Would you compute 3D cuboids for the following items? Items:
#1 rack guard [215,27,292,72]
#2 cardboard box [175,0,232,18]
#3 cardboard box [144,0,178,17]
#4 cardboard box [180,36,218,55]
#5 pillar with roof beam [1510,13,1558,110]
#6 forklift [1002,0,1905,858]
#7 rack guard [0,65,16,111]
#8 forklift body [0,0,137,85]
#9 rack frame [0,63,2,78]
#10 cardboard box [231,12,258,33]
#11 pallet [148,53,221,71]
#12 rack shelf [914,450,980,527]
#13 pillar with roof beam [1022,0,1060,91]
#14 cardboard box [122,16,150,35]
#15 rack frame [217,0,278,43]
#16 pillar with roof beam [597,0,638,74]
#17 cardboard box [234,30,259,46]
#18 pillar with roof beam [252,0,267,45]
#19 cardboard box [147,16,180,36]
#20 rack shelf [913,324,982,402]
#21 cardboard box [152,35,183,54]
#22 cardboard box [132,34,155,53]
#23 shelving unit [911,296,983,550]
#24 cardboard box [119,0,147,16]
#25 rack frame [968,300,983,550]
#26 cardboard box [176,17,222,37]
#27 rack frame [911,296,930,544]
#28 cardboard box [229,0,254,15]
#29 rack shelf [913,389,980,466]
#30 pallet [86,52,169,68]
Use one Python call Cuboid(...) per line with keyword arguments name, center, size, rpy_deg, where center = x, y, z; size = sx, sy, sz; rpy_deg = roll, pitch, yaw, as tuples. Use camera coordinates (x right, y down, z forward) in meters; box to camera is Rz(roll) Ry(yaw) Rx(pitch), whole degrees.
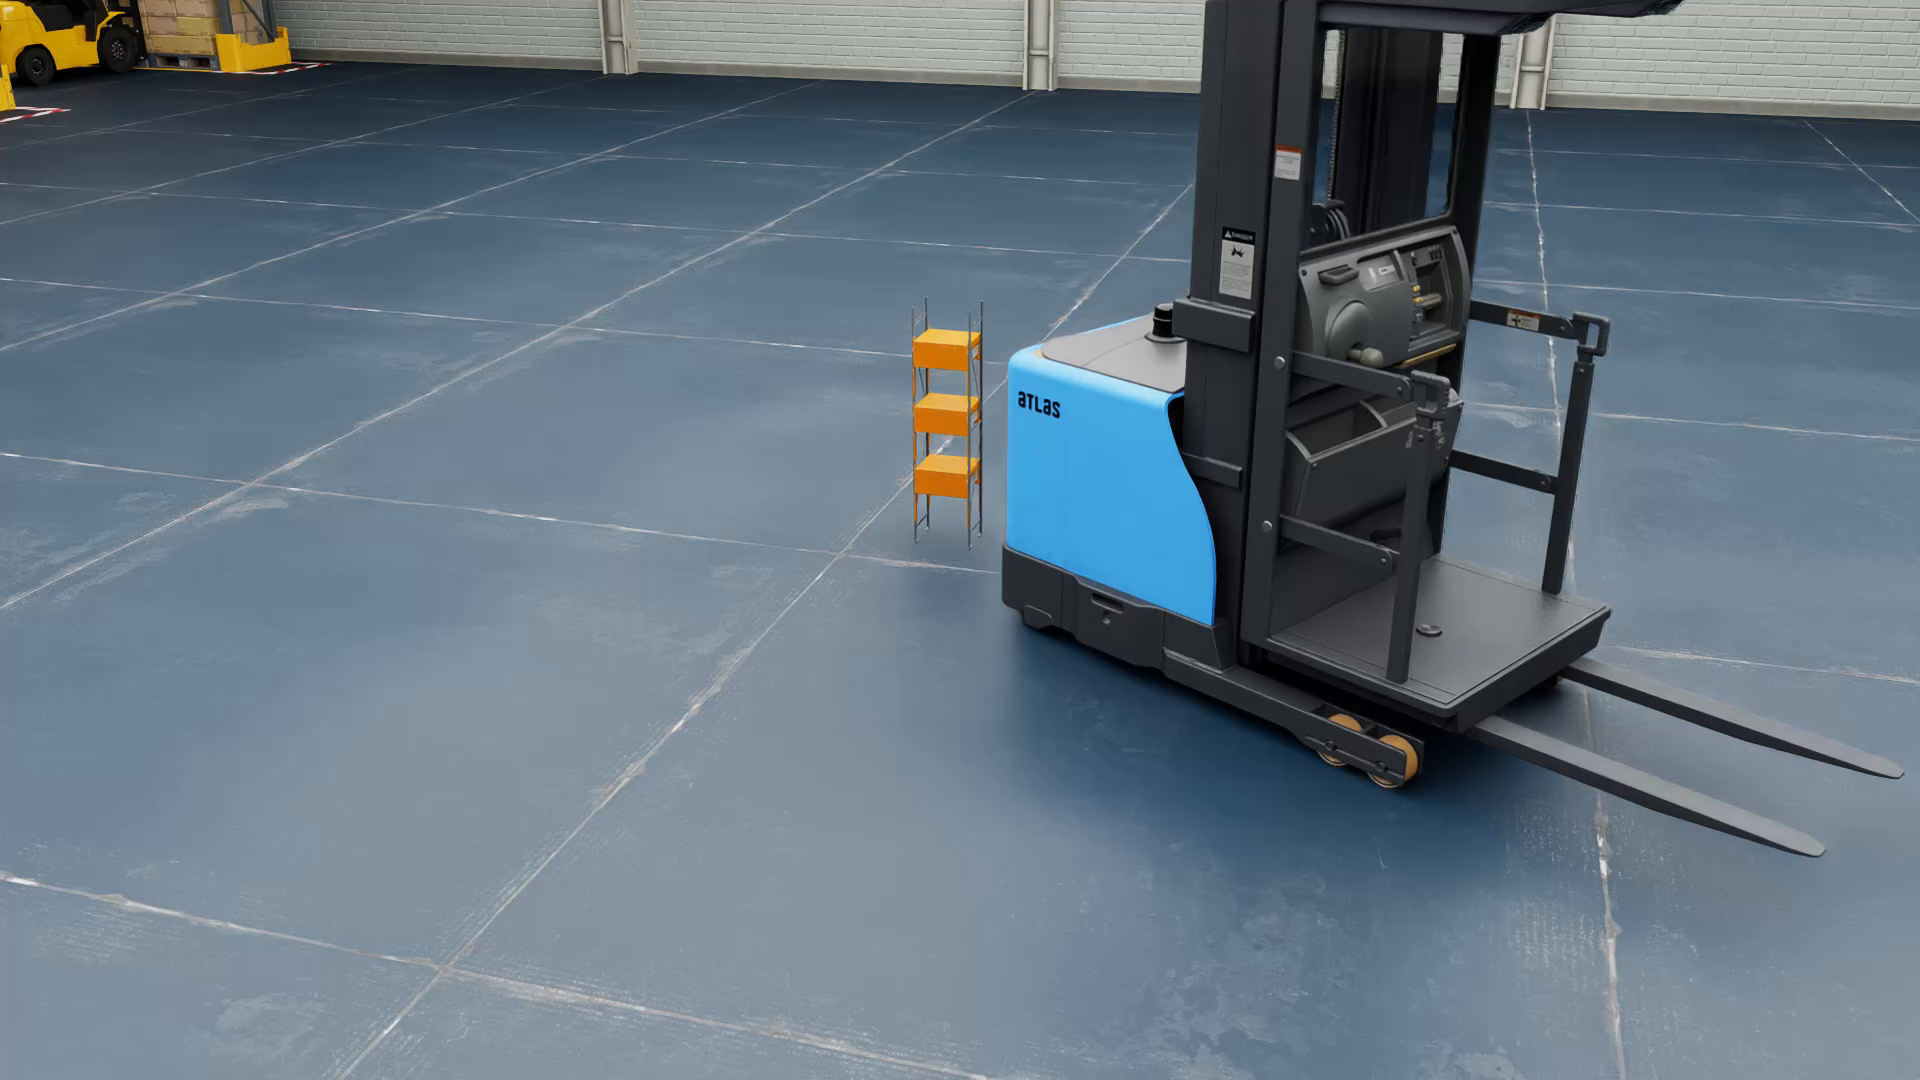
Cuboid(name="rack guard", center=(-10.021, -6.973, 23.611), size=(0.348, 0.500, 1.175), rpy_deg=(7, 23, 16))
Cuboid(name="cardboard box", center=(-10.575, -7.454, 23.242), size=(0.500, 0.250, 0.500), rpy_deg=(7, 23, 17))
Cuboid(name="cardboard box", center=(-11.066, -7.508, 23.373), size=(0.500, 0.250, 0.500), rpy_deg=(7, 23, 16))
Cuboid(name="cardboard box", center=(-10.585, -6.991, 23.430), size=(0.500, 0.250, 0.500), rpy_deg=(7, 23, 16))
Cuboid(name="pillar with roof beam", center=(5.539, -7.774, 14.365), size=(0.400, 9.000, 9.100), rpy_deg=(7, 23, 16))
Cuboid(name="forklift", center=(1.547, -0.782, 5.314), size=(1.130, 2.935, 3.031), rpy_deg=(-20, 30, -40))
Cuboid(name="rack guard", center=(-11.547, -5.180, 19.240), size=(0.348, 0.500, 1.175), rpy_deg=(7, 23, 16))
Cuboid(name="forklift body", center=(-12.387, -7.284, 22.194), size=(1.214, 2.155, 2.313), rpy_deg=(7, 23, 16))
Cuboid(name="rack frame", center=(-11.474, -6.328, 18.745), size=(0.127, 3.000, 1.000), rpy_deg=(7, 23, 16))
Cuboid(name="cardboard box", center=(-10.434, -7.413, 23.799), size=(0.500, 0.250, 0.500), rpy_deg=(7, 23, 16))
Cuboid(name="pallet", center=(-10.788, -6.911, 23.839), size=(1.213, 0.211, 1.003), rpy_deg=(7, 23, 16))
Cuboid(name="rack shelf", center=(-0.051, -0.225, 7.195), size=(0.240, 0.259, 0.215), rpy_deg=(7, 23, 16))
Cuboid(name="pillar with roof beam", center=(-0.205, -8.432, 15.968), size=(0.400, 9.000, 9.100), rpy_deg=(7, 23, 16))
Cuboid(name="cardboard box", center=(-11.578, -7.333, 23.606), size=(0.500, 0.250, 0.500), rpy_deg=(6, 23, 14))
Cuboid(name="rack frame", center=(-10.044, -8.132, 23.143), size=(0.127, 3.000, 1.000), rpy_deg=(7, 23, 16))
Cuboid(name="pillar with roof beam", center=(-5.950, -9.090, 17.572), size=(0.400, 9.000, 9.100), rpy_deg=(7, 23, 16))
Cuboid(name="cardboard box", center=(-10.458, -7.179, 23.889), size=(0.500, 0.250, 0.500), rpy_deg=(7, 23, 16))
Cuboid(name="pillar with roof beam", center=(-11.694, -9.747, 19.175), size=(0.400, 9.000, 9.100), rpy_deg=(7, 23, 16))
Cuboid(name="cardboard box", center=(-11.077, -7.284, 23.487), size=(0.500, 0.250, 0.500), rpy_deg=(6, 23, 15))
Cuboid(name="rack shelf", center=(-0.051, -0.744, 6.981), size=(0.240, 0.259, 0.215), rpy_deg=(7, 23, 16))
Cuboid(name="cardboard box", center=(-11.059, -7.049, 23.572), size=(0.500, 0.250, 0.500), rpy_deg=(7, 23, 15))
Cuboid(name="cardboard box", center=(-11.535, -7.107, 23.713), size=(0.500, 0.250, 0.500), rpy_deg=(7, 23, 16))
Cuboid(name="shelving unit", center=(-0.051, -0.492, 7.085), size=(0.252, 1.050, 0.215), rpy_deg=(7, 23, 16))
Cuboid(name="cardboard box", center=(-11.552, -7.560, 23.499), size=(0.500, 0.250, 0.500), rpy_deg=(7, 23, 16))
Cuboid(name="rack frame", center=(0.066, -0.478, 7.052), size=(0.008, 1.050, 0.200), rpy_deg=(7, 23, 16))
Cuboid(name="cardboard box", center=(-10.600, -7.225, 23.343), size=(0.500, 0.250, 0.500), rpy_deg=(6, 23, 15))
Cuboid(name="rack frame", center=(-0.168, -0.505, 7.118), size=(0.008, 1.050, 0.200), rpy_deg=(7, 23, 16))
Cuboid(name="cardboard box", center=(-10.450, -7.638, 23.691), size=(0.500, 0.250, 0.500), rpy_deg=(6, 23, 15))
Cuboid(name="rack shelf", center=(-0.051, -0.482, 7.089), size=(0.240, 0.259, 0.215), rpy_deg=(7, 23, 16))
Cuboid(name="pallet", center=(-11.953, -7.045, 24.167), size=(1.213, 0.211, 1.003), rpy_deg=(7, 23, 15))
